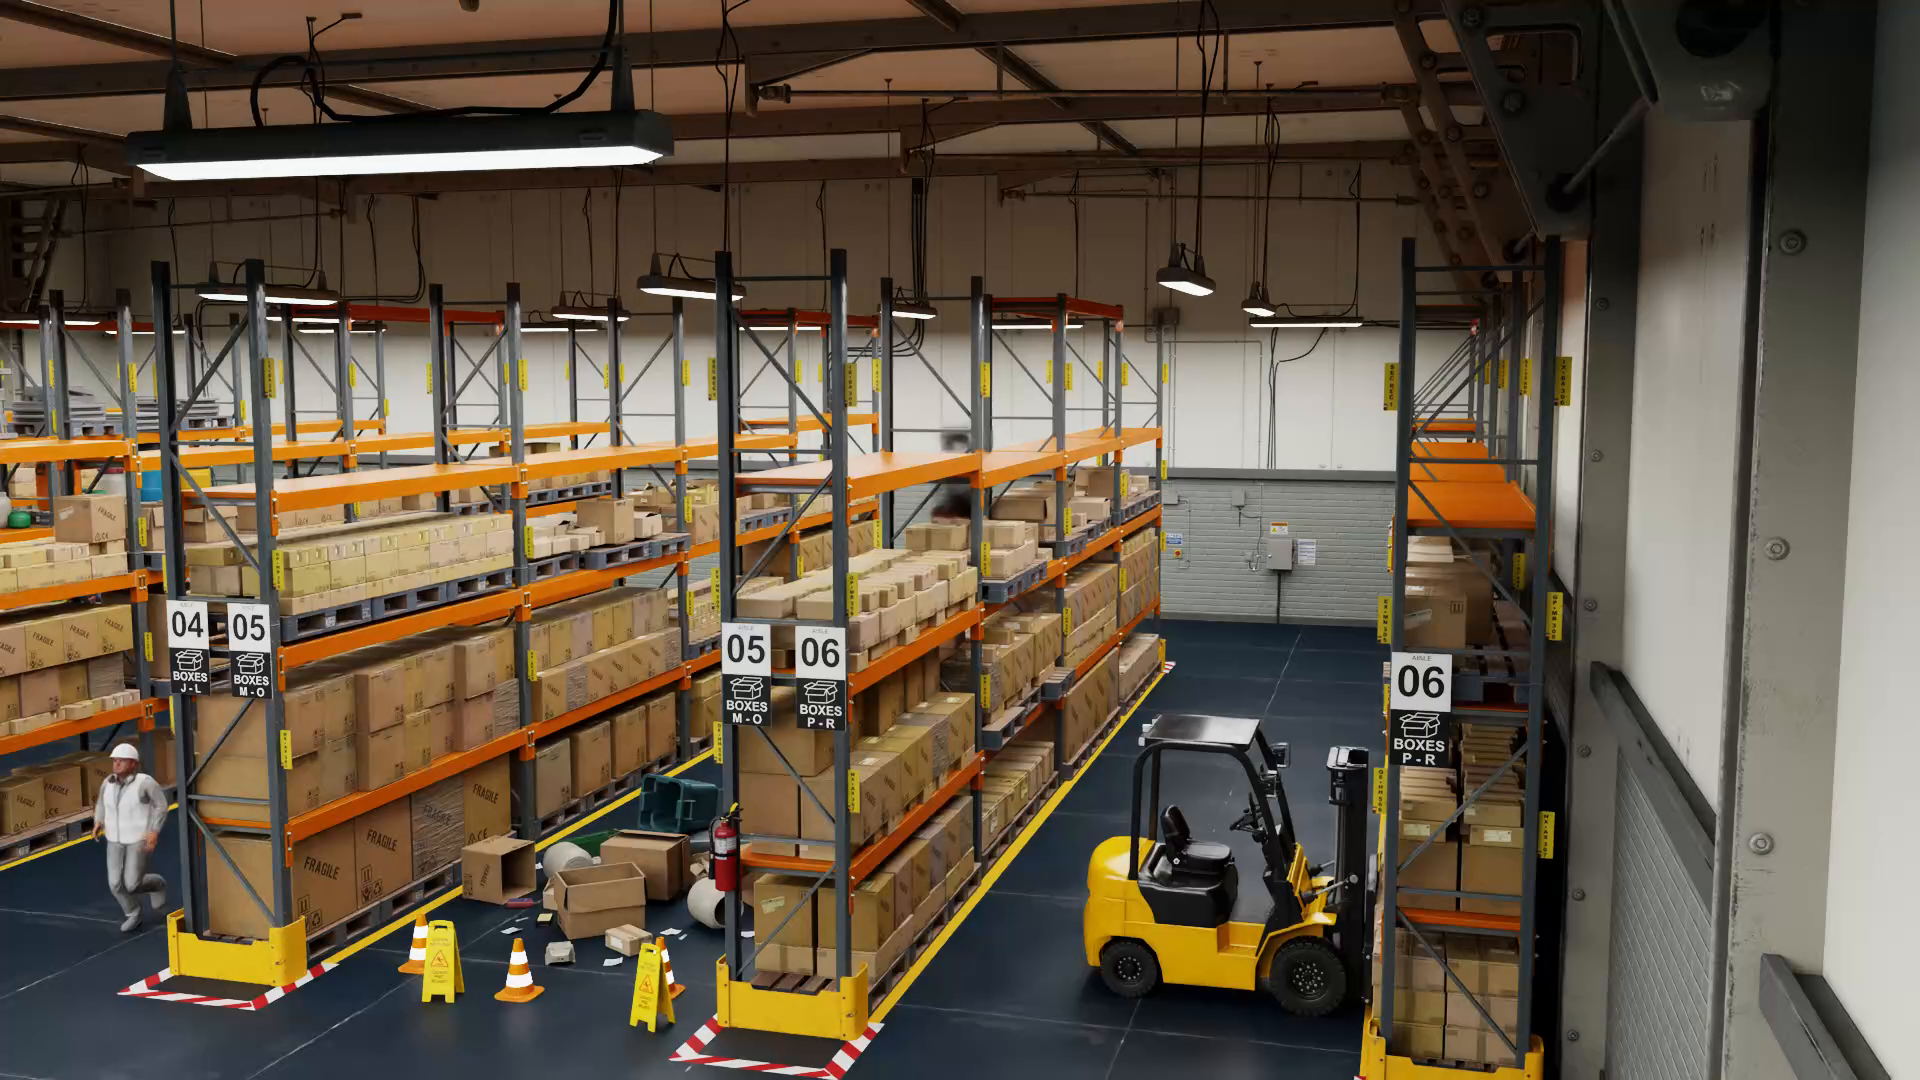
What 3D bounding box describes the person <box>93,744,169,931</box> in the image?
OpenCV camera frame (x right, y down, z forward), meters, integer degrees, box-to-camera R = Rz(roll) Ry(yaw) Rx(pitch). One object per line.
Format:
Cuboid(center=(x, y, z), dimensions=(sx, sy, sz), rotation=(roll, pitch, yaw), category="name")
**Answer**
Cuboid(center=(-7.599, 2.705, 15.233), dimensions=(0.674, 1.717, 0.599), rotation=(1, 6, 6), category="person")
